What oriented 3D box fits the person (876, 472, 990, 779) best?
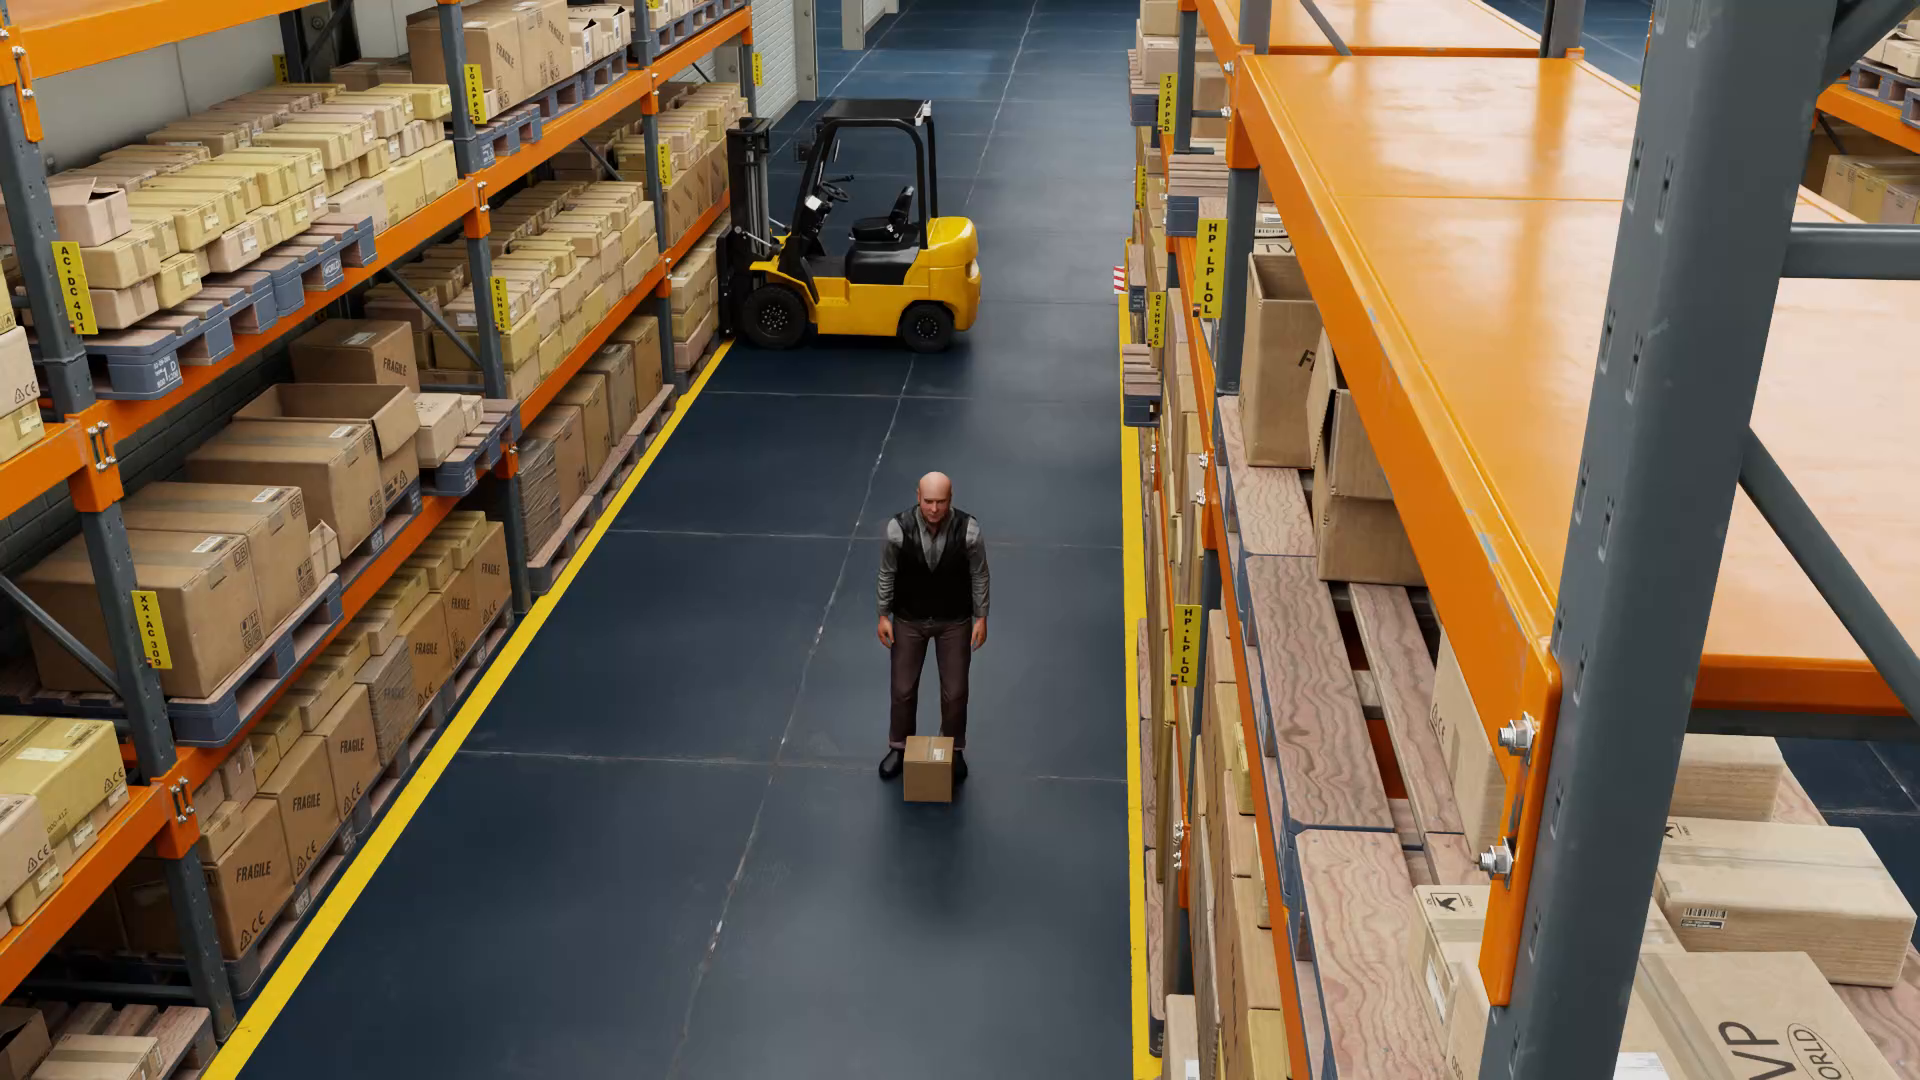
[{"bbox_3d":[-0.140,0.420,8.704,0.591,1.722,0.410,1,24,2],"label":"person"}]
